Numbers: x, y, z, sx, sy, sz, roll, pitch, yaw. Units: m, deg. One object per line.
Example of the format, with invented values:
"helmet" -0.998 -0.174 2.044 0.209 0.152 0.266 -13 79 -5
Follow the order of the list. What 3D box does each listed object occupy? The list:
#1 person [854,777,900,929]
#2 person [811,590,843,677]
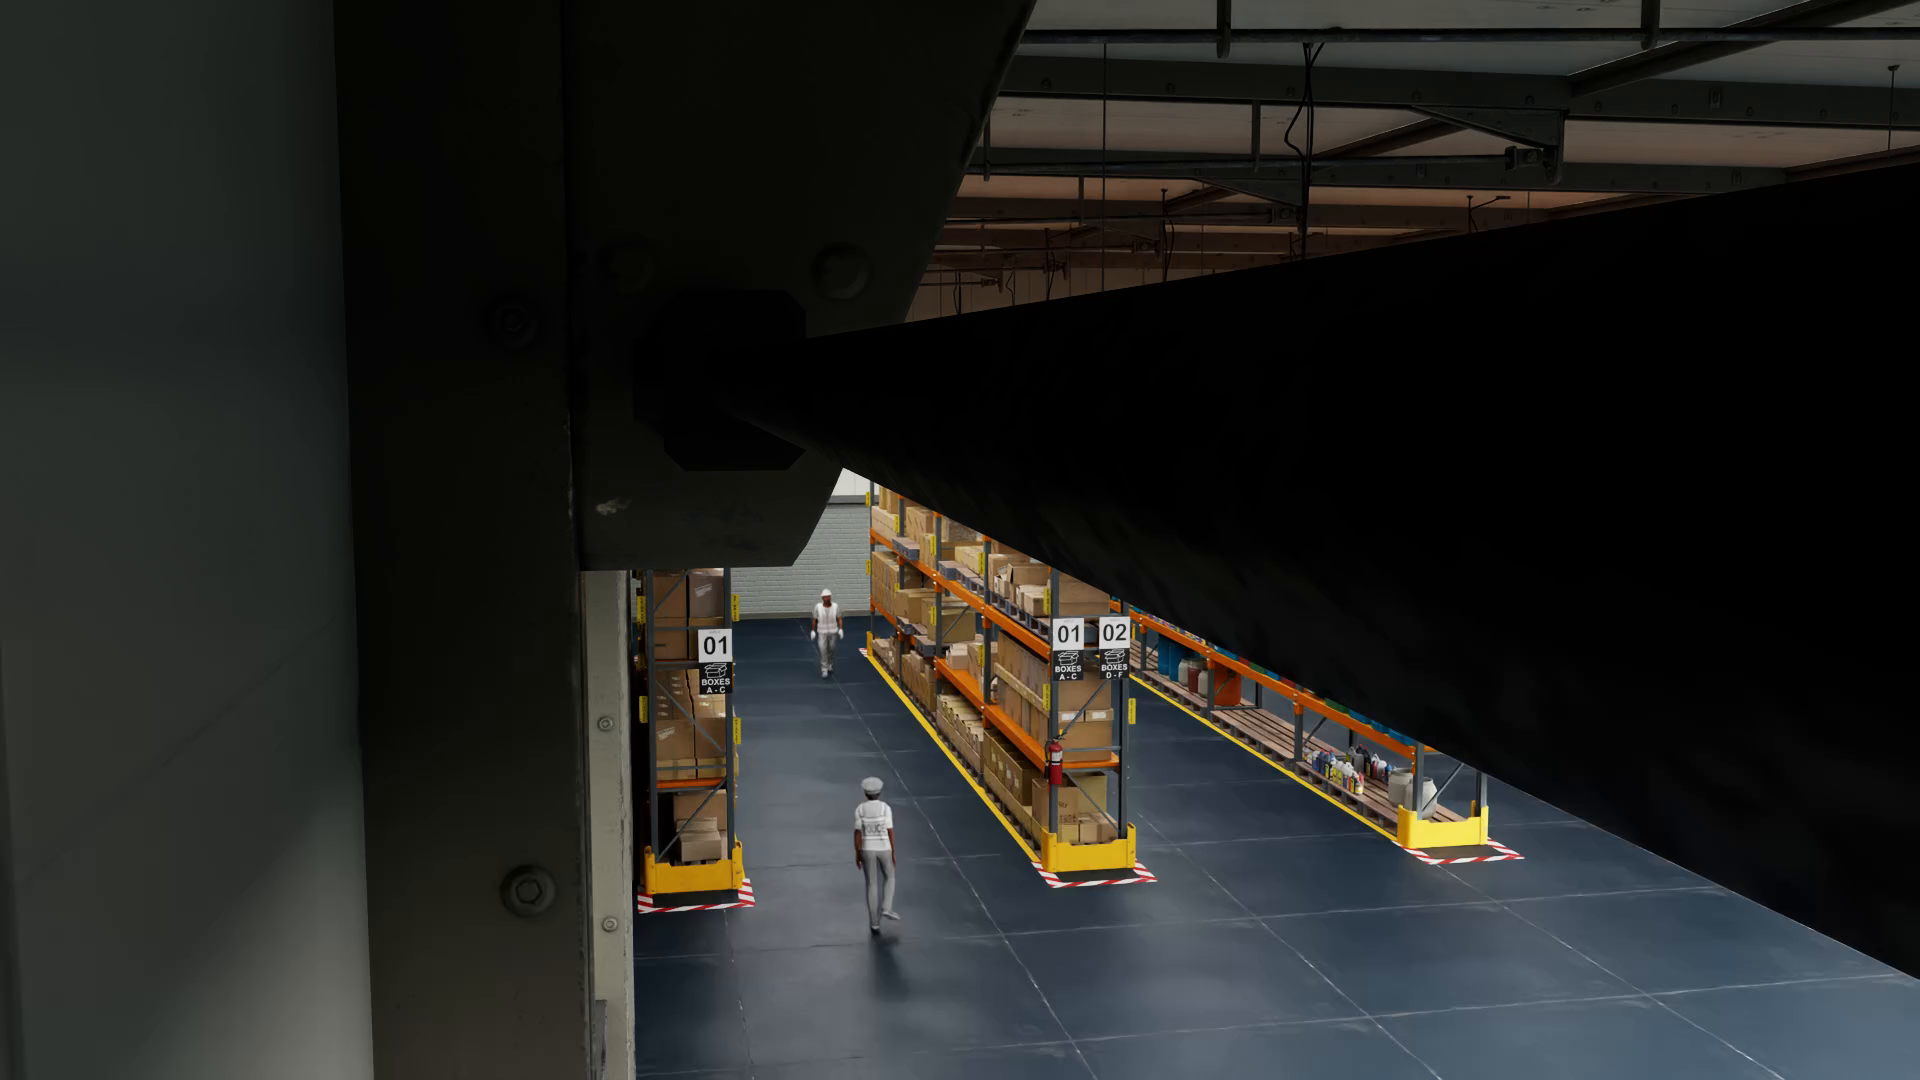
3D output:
"person" -0.941 3.535 18.774 0.509 1.672 0.461 0 6 -3
"person" -2.719 1.887 34.056 0.643 1.719 1.039 -1 6 -10
